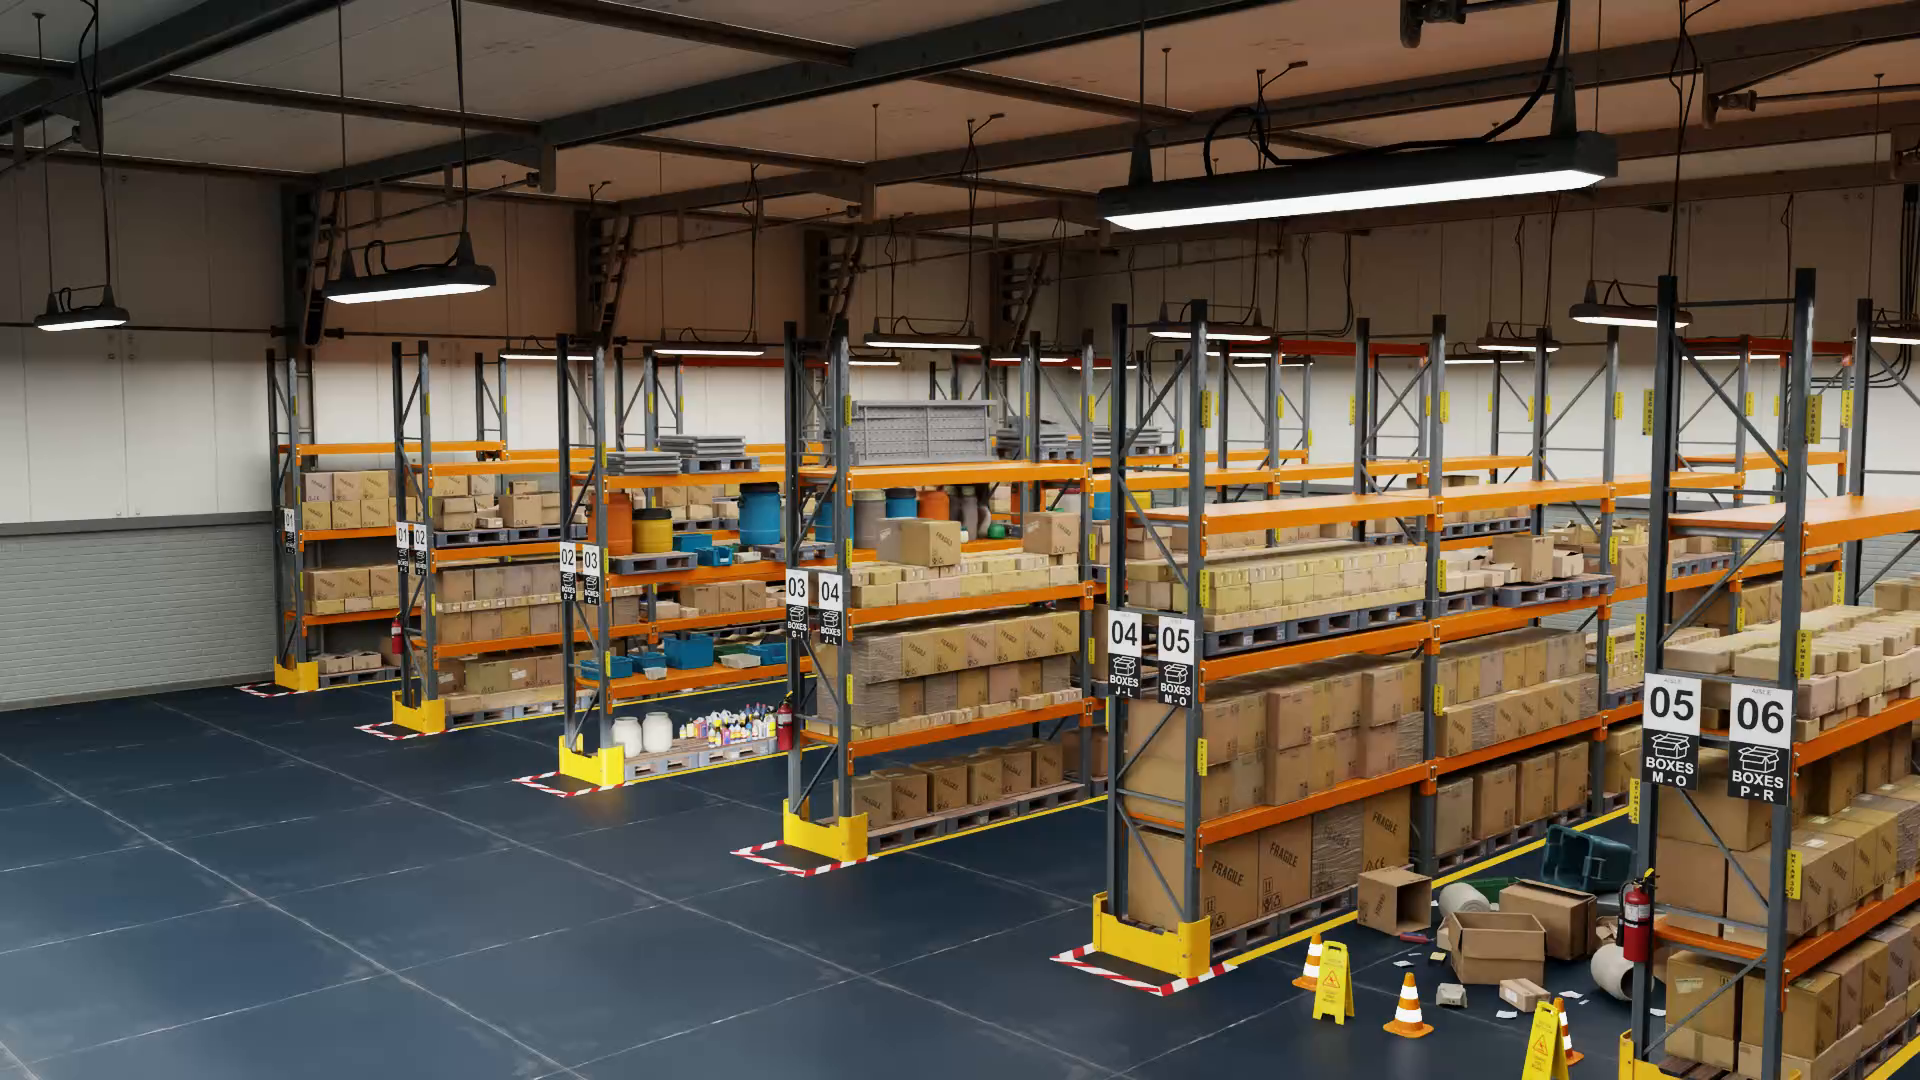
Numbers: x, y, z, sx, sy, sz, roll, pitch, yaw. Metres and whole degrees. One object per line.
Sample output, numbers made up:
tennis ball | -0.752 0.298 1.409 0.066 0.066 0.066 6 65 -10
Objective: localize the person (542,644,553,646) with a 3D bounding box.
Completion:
person | -7.476 1.786 30.027 0.615 1.606 0.643 3 6 33

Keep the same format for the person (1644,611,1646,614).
person | 11.036 1.985 26.622 0.747 1.838 0.652 -4 6 -36
